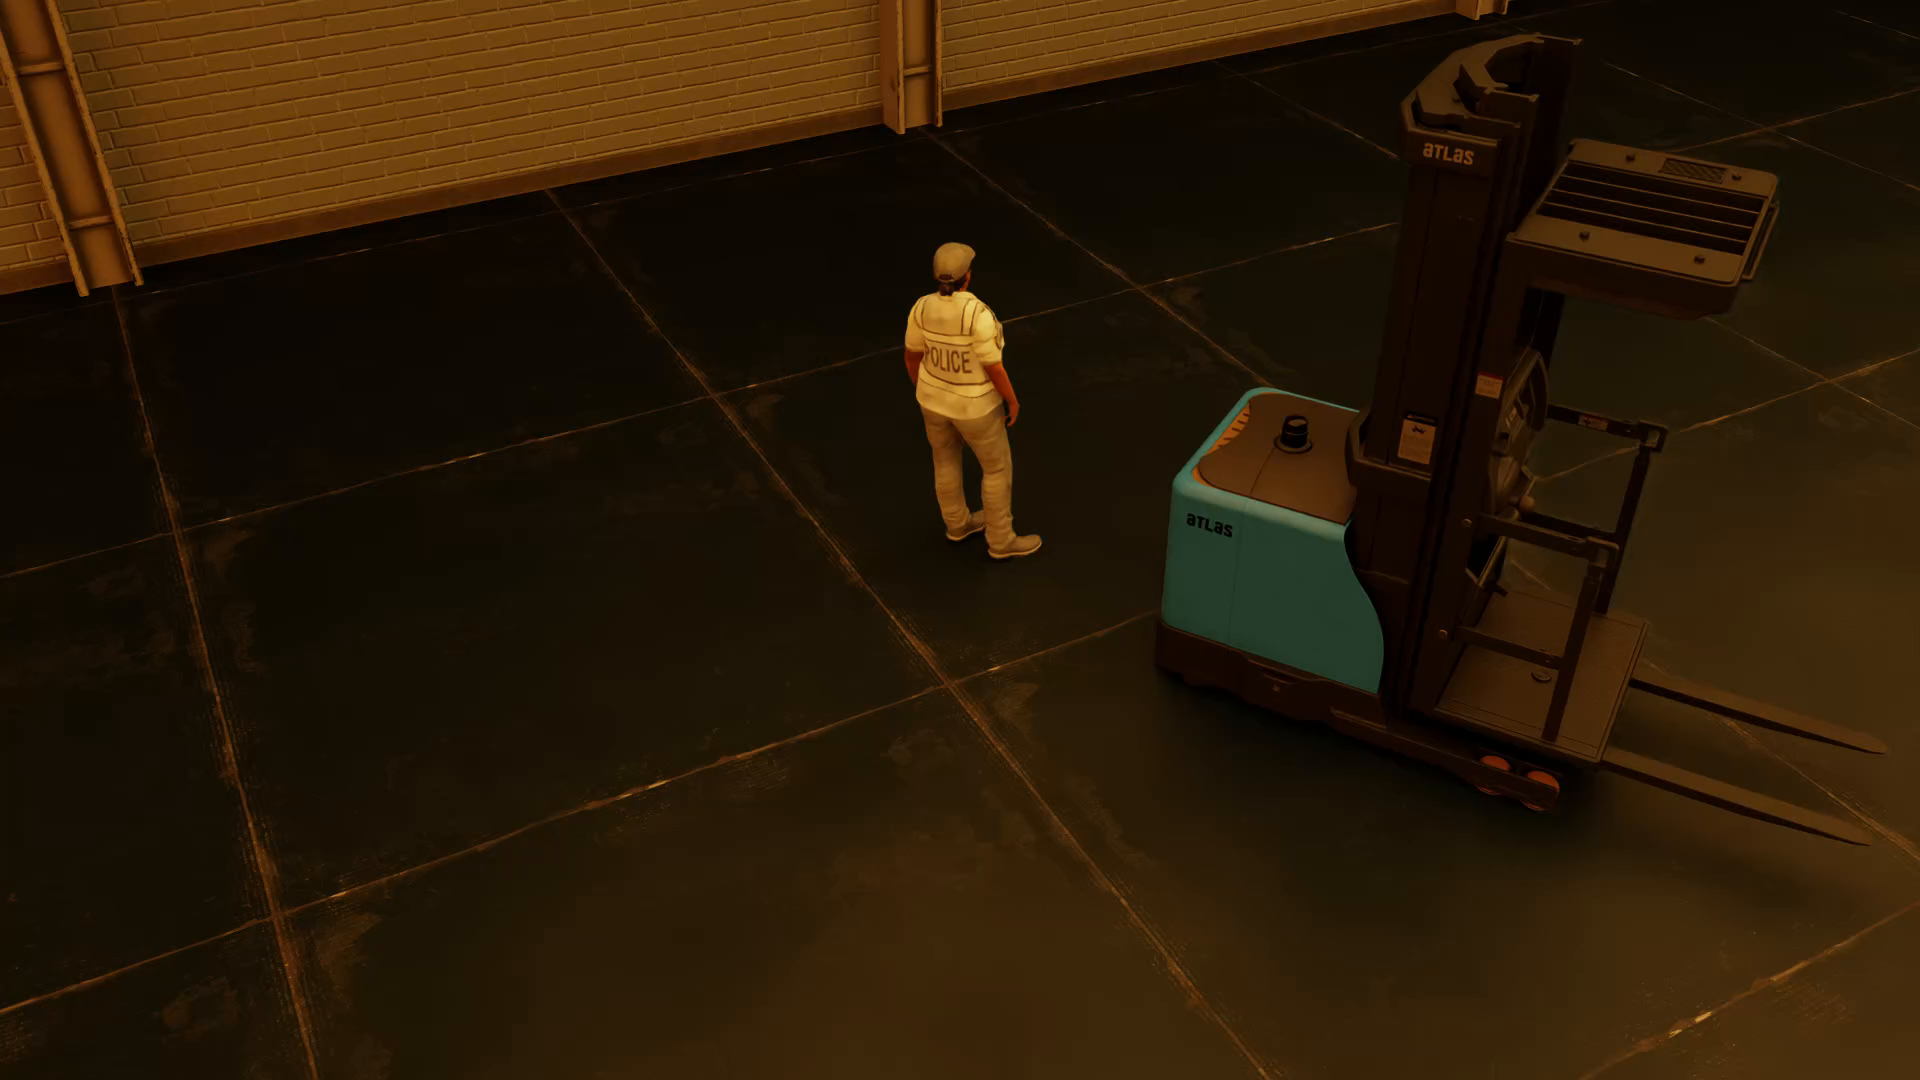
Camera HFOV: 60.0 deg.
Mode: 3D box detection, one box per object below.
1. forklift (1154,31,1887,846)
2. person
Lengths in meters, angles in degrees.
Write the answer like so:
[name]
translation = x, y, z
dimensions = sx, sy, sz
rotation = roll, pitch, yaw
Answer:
[forklift]
translation = 2.446, -0.404, 6.695
dimensions = 3.031, 2.935, 1.130
rotation = 18, 39, 24
[person]
translation = 0.073, -0.683, 8.186
dimensions = 0.682, 1.670, 0.417
rotation = 17, 39, 23
